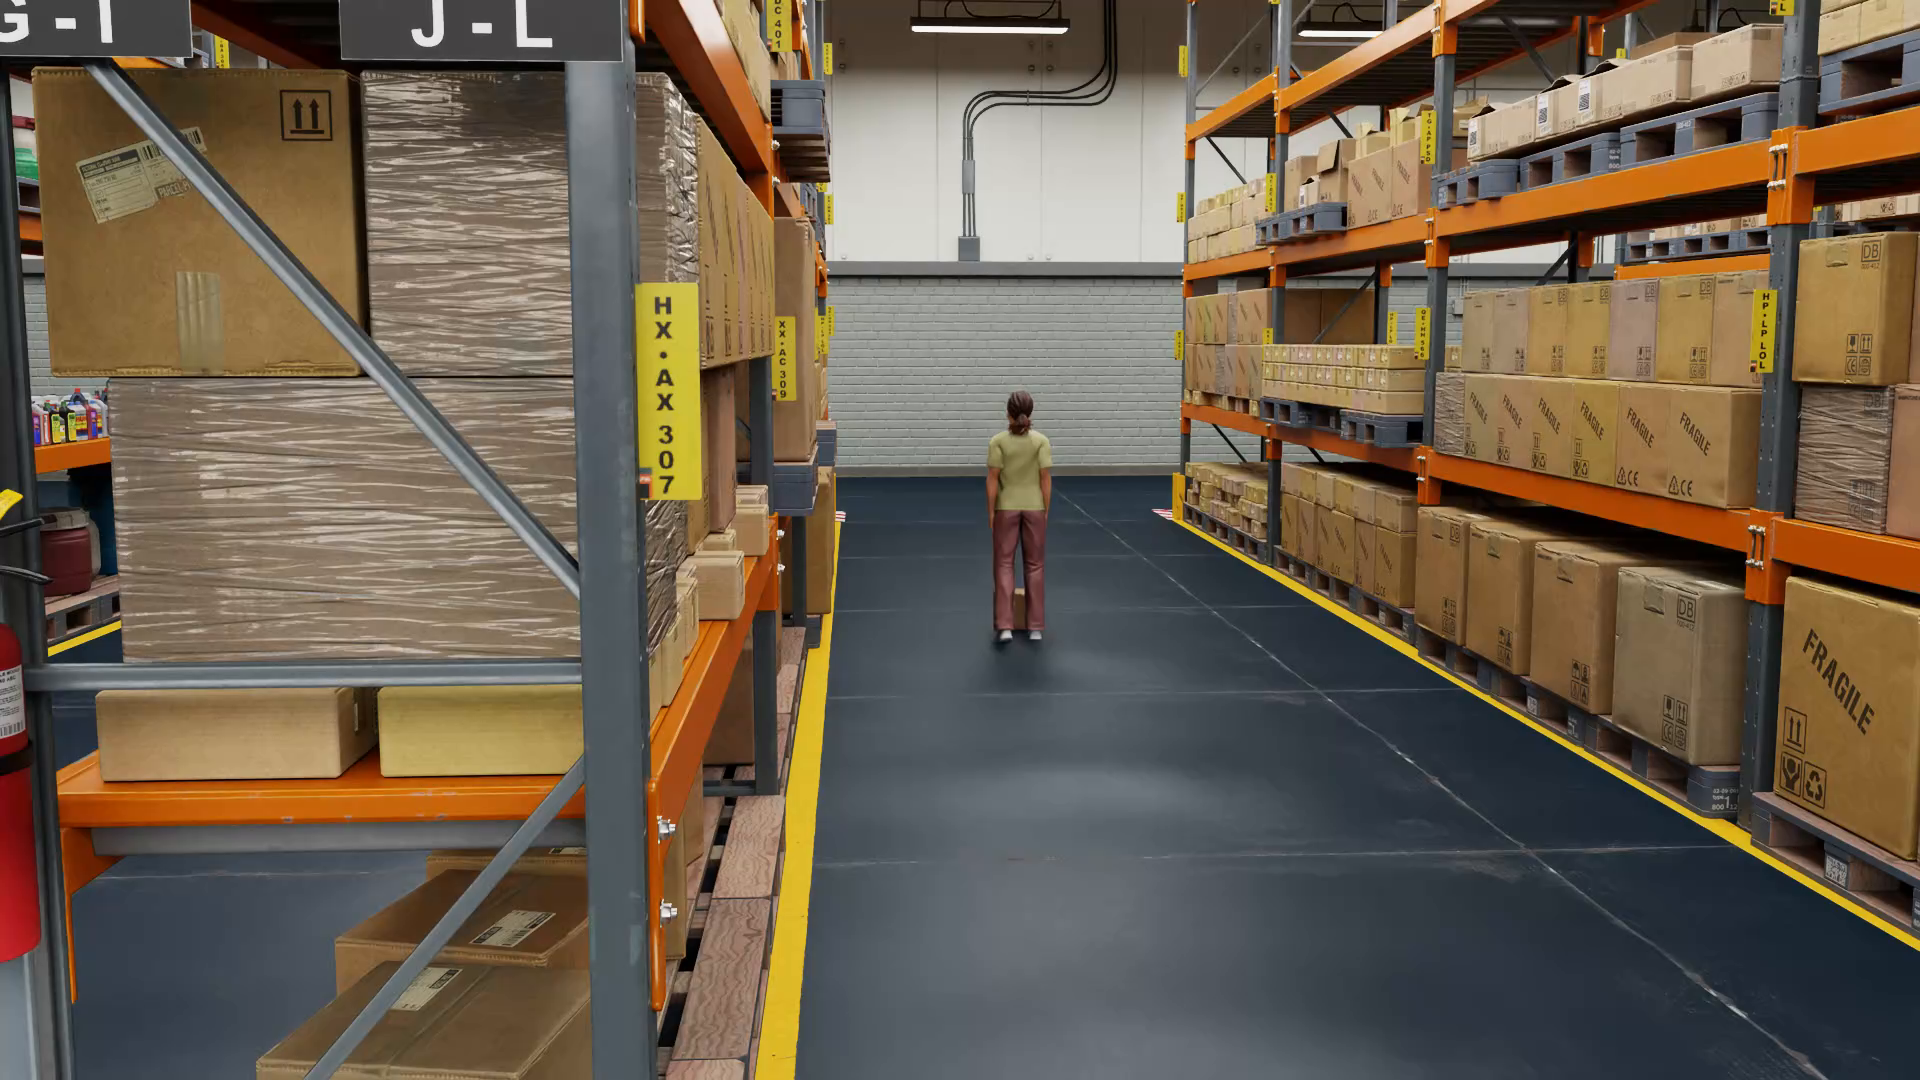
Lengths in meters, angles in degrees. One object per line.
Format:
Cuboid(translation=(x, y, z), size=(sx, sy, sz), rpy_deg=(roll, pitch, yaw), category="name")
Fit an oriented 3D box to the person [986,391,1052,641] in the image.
Cuboid(translation=(0.391, -0.140, 11.116), size=(0.439, 1.708, 0.375), rpy_deg=(0, 7, -2), category="person")
